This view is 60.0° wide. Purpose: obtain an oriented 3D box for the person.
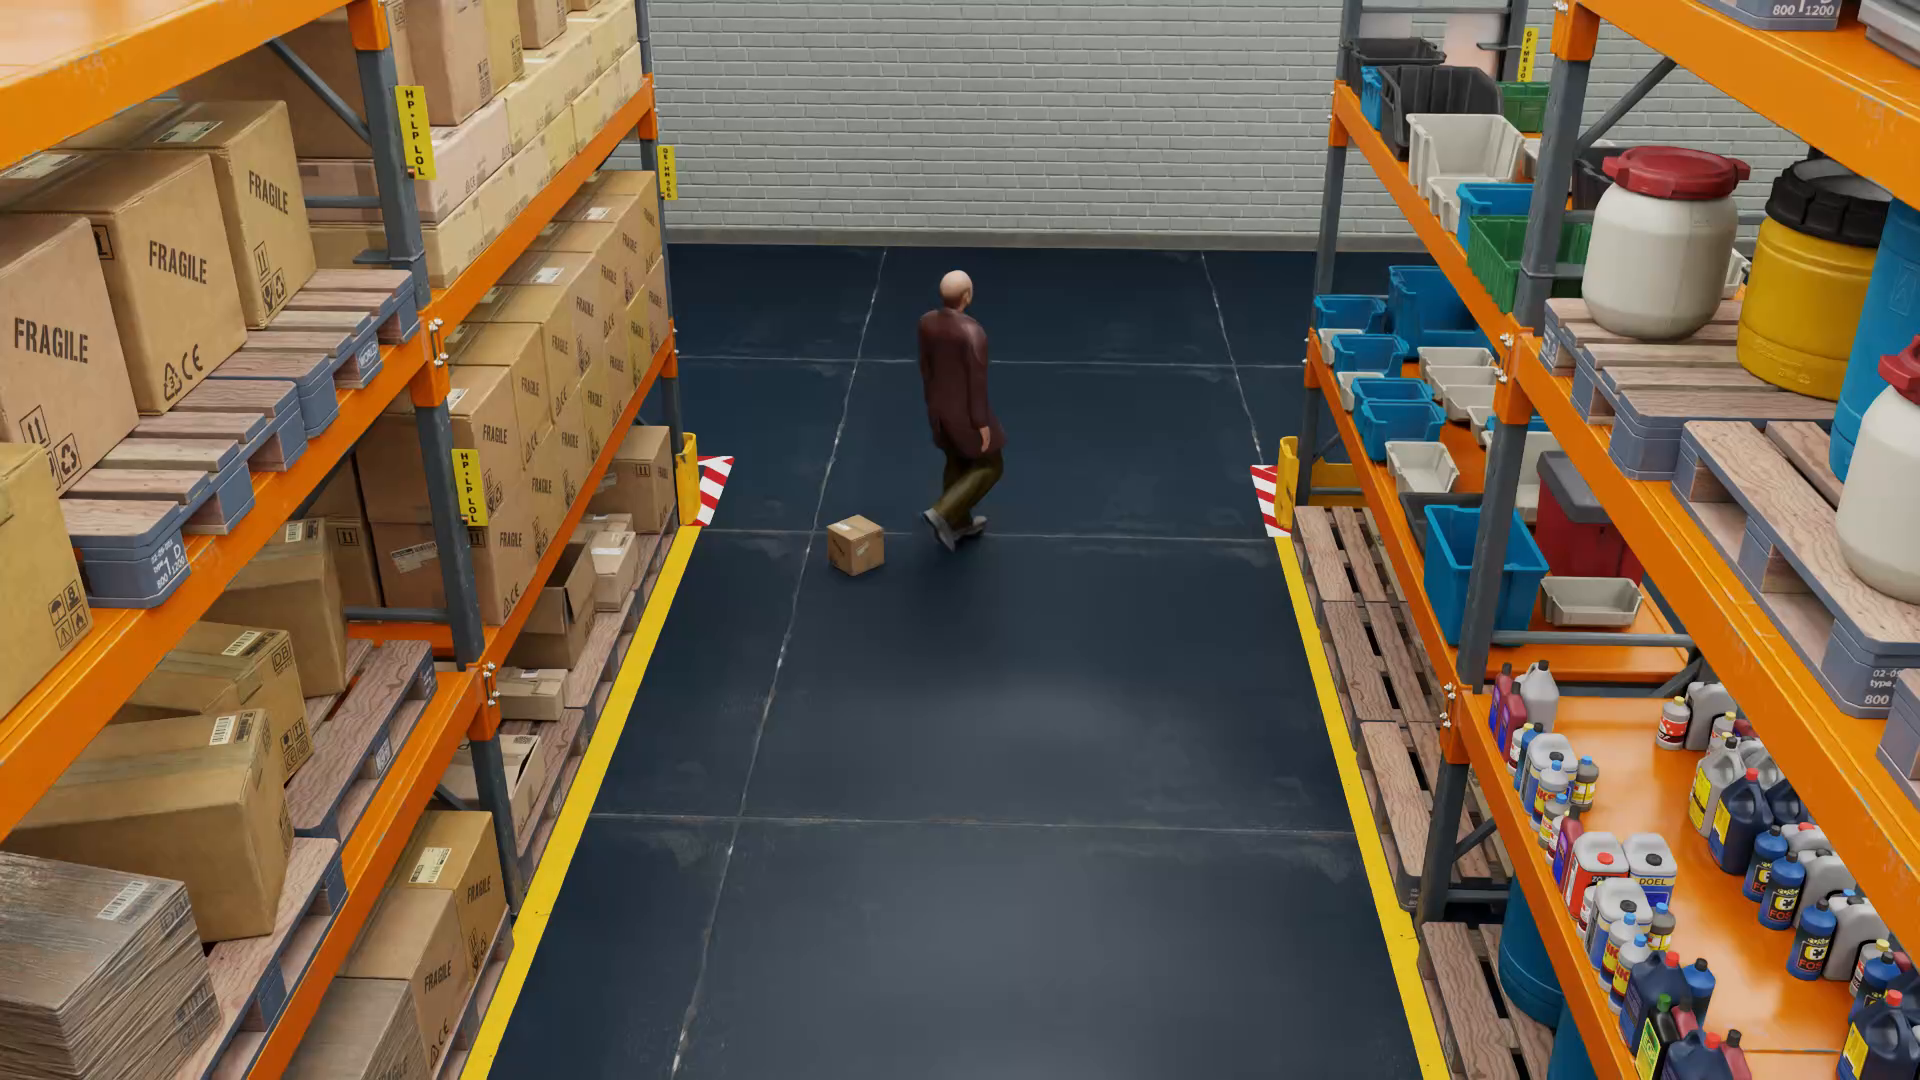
[{"bbox_3d":[-0.030,-0.763,10.034,0.626,1.766,0.604,-23,35,-36],"label":"person"}]
